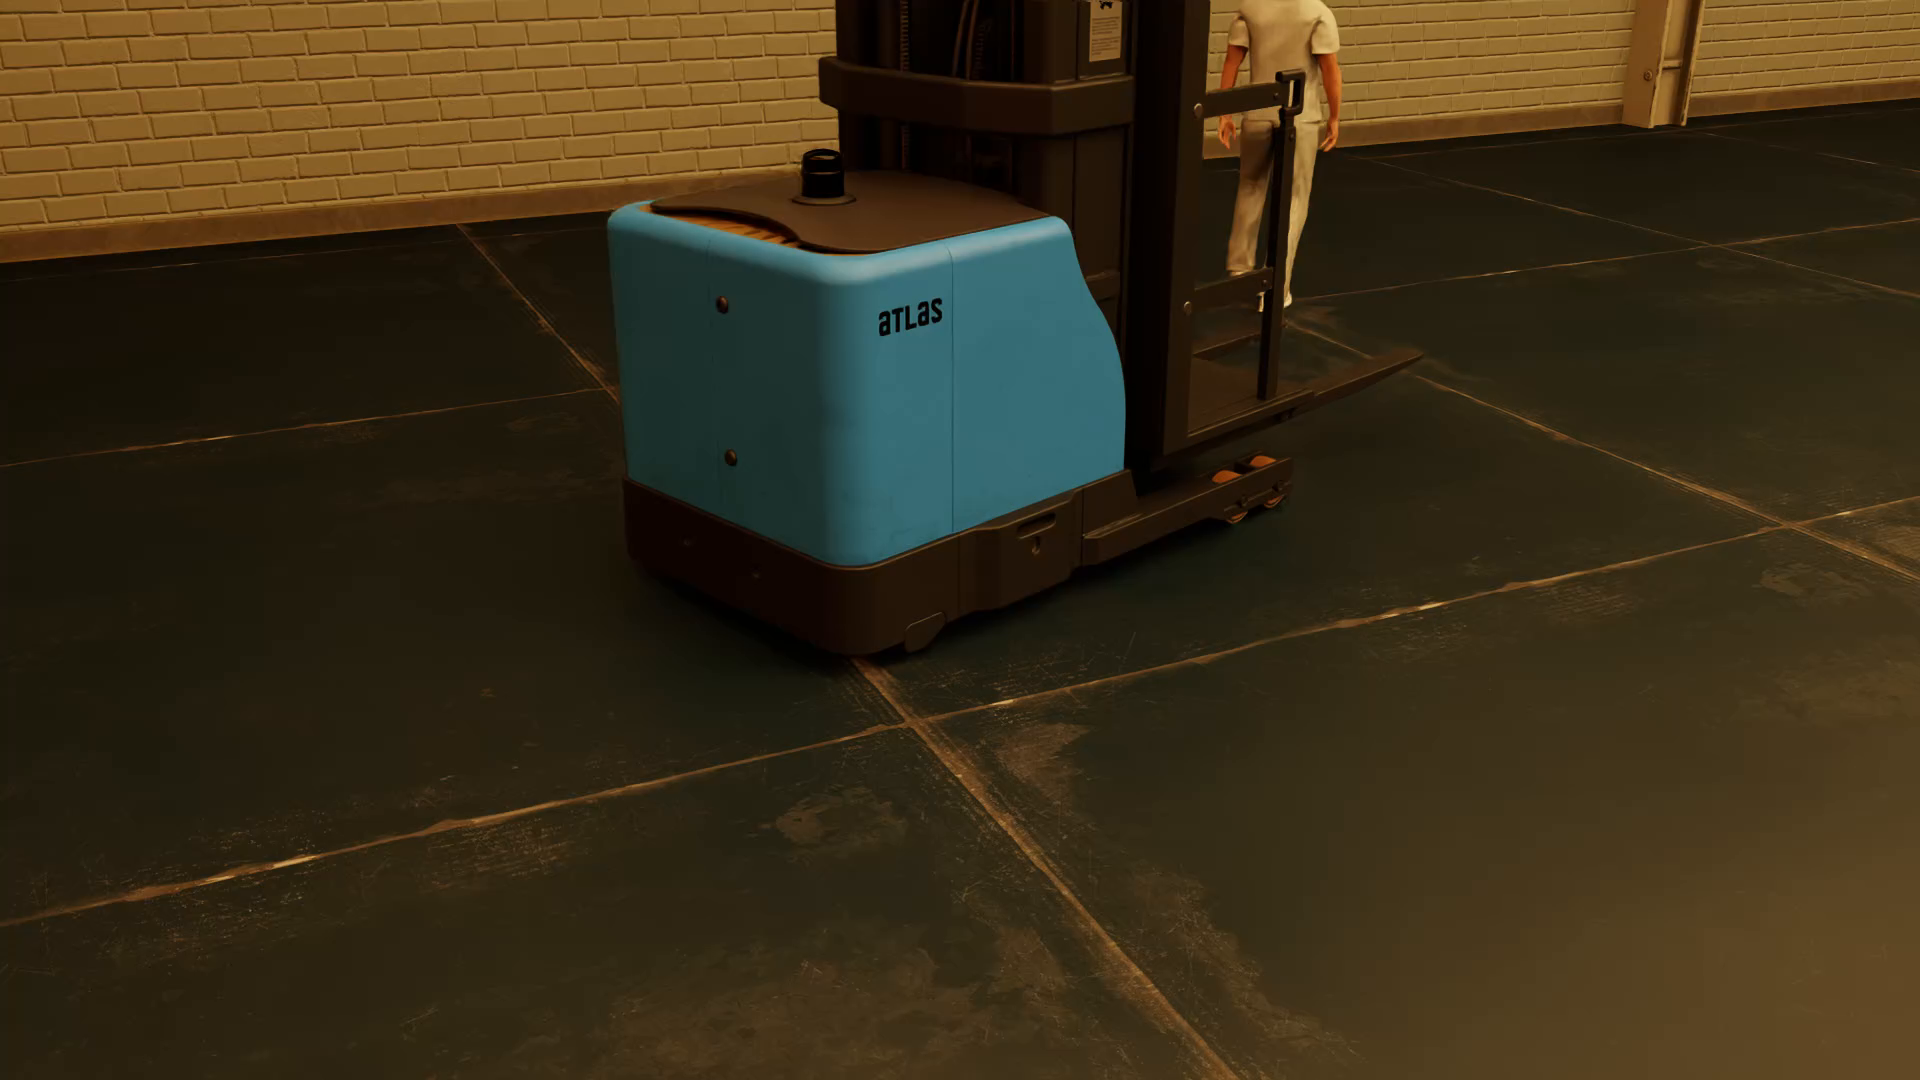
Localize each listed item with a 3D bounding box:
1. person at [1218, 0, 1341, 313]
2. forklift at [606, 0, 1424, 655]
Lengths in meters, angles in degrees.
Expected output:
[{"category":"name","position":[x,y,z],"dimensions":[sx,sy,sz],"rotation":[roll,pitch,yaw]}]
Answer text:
[{"category":"person","position":[1.443,-1.858,7.505],"dimensions":[0.545,1.710,0.530],"rotation":[12,25,26]},{"category":"forklift","position":[0.430,-1.529,4.967],"dimensions":[3.031,2.935,1.130],"rotation":[-21,30,-41]}]
